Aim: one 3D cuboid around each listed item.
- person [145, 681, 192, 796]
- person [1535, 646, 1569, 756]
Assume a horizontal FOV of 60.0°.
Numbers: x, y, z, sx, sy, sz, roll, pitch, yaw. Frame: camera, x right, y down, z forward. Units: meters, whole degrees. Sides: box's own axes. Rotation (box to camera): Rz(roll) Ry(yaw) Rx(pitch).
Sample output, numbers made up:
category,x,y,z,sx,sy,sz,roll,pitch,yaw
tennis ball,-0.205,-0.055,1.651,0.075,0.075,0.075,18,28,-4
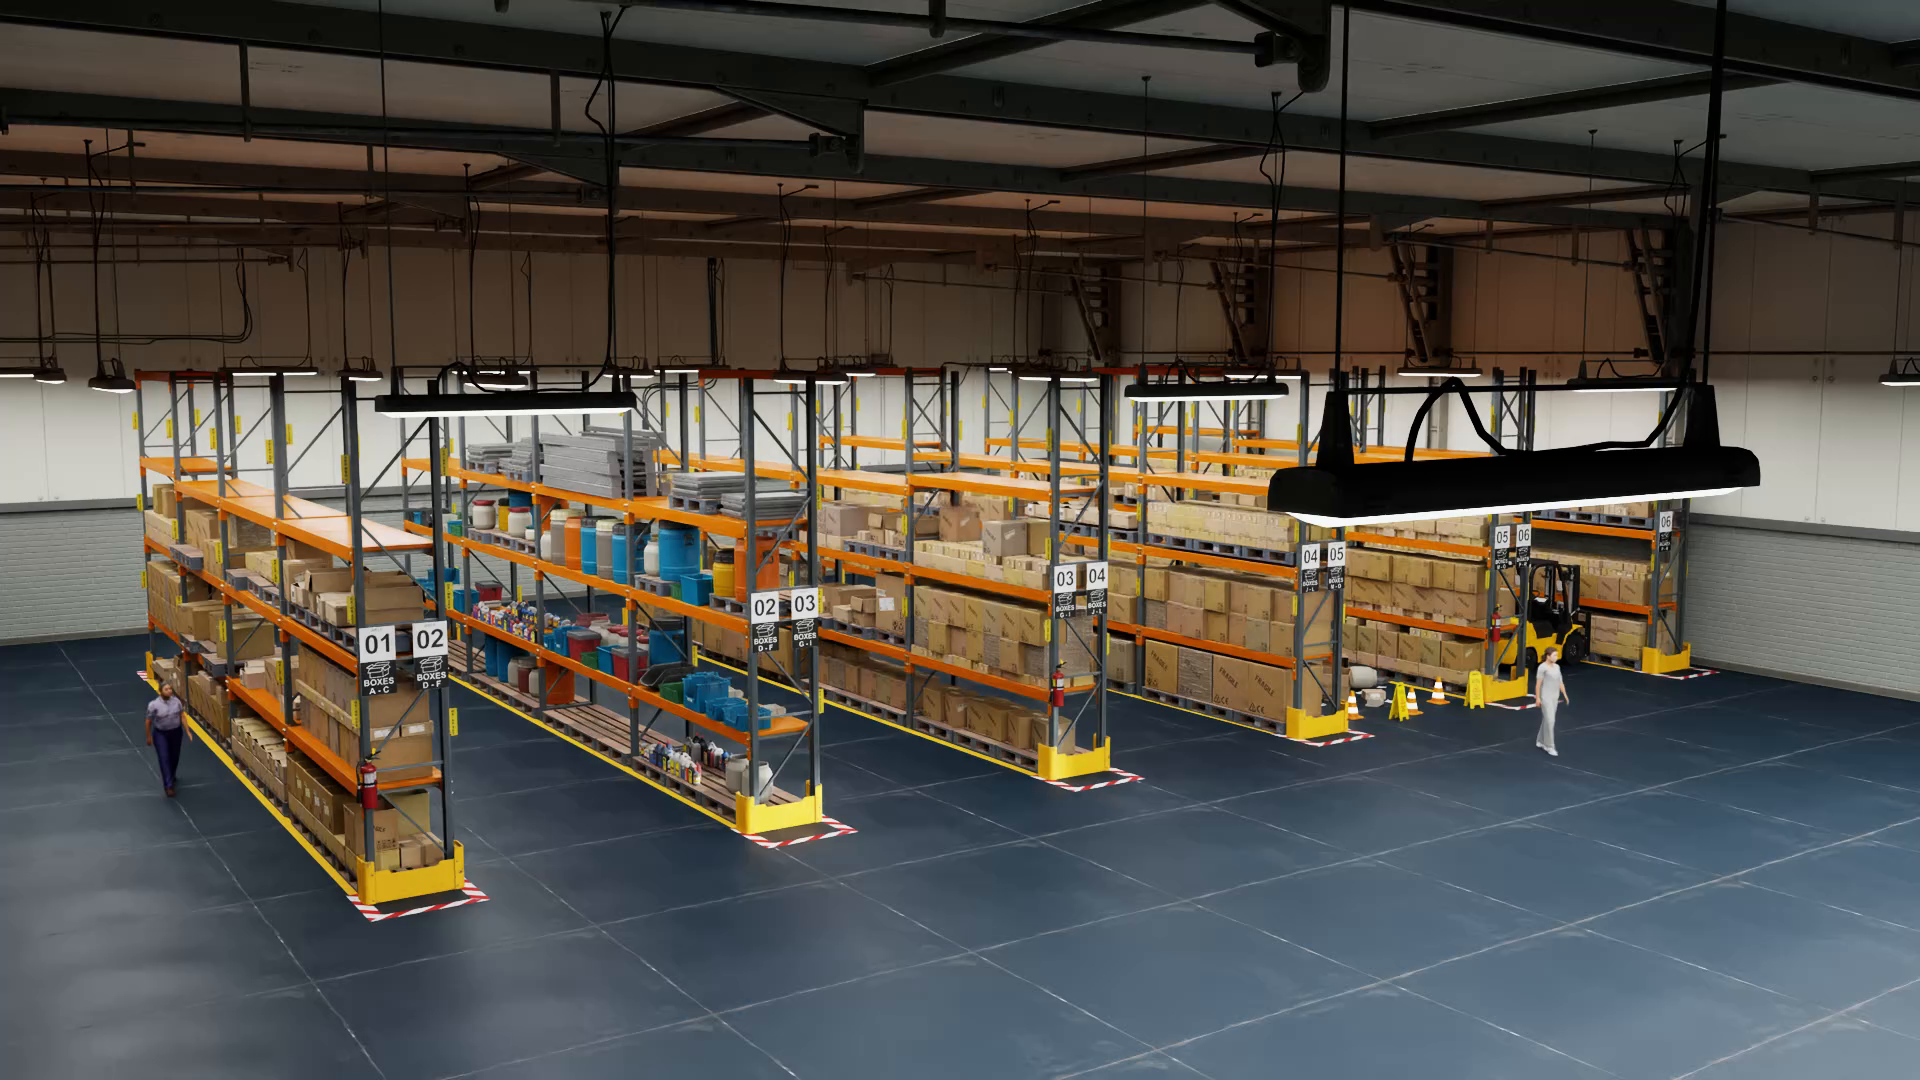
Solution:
category,x,y,z,sx,sy,sz,roll,pitch,yaw
person,-11.434,2.819,24.017,0.577,1.588,1.034,-5,8,-36
person,9.378,2.543,26.384,0.485,1.725,0.537,-4,8,-31
